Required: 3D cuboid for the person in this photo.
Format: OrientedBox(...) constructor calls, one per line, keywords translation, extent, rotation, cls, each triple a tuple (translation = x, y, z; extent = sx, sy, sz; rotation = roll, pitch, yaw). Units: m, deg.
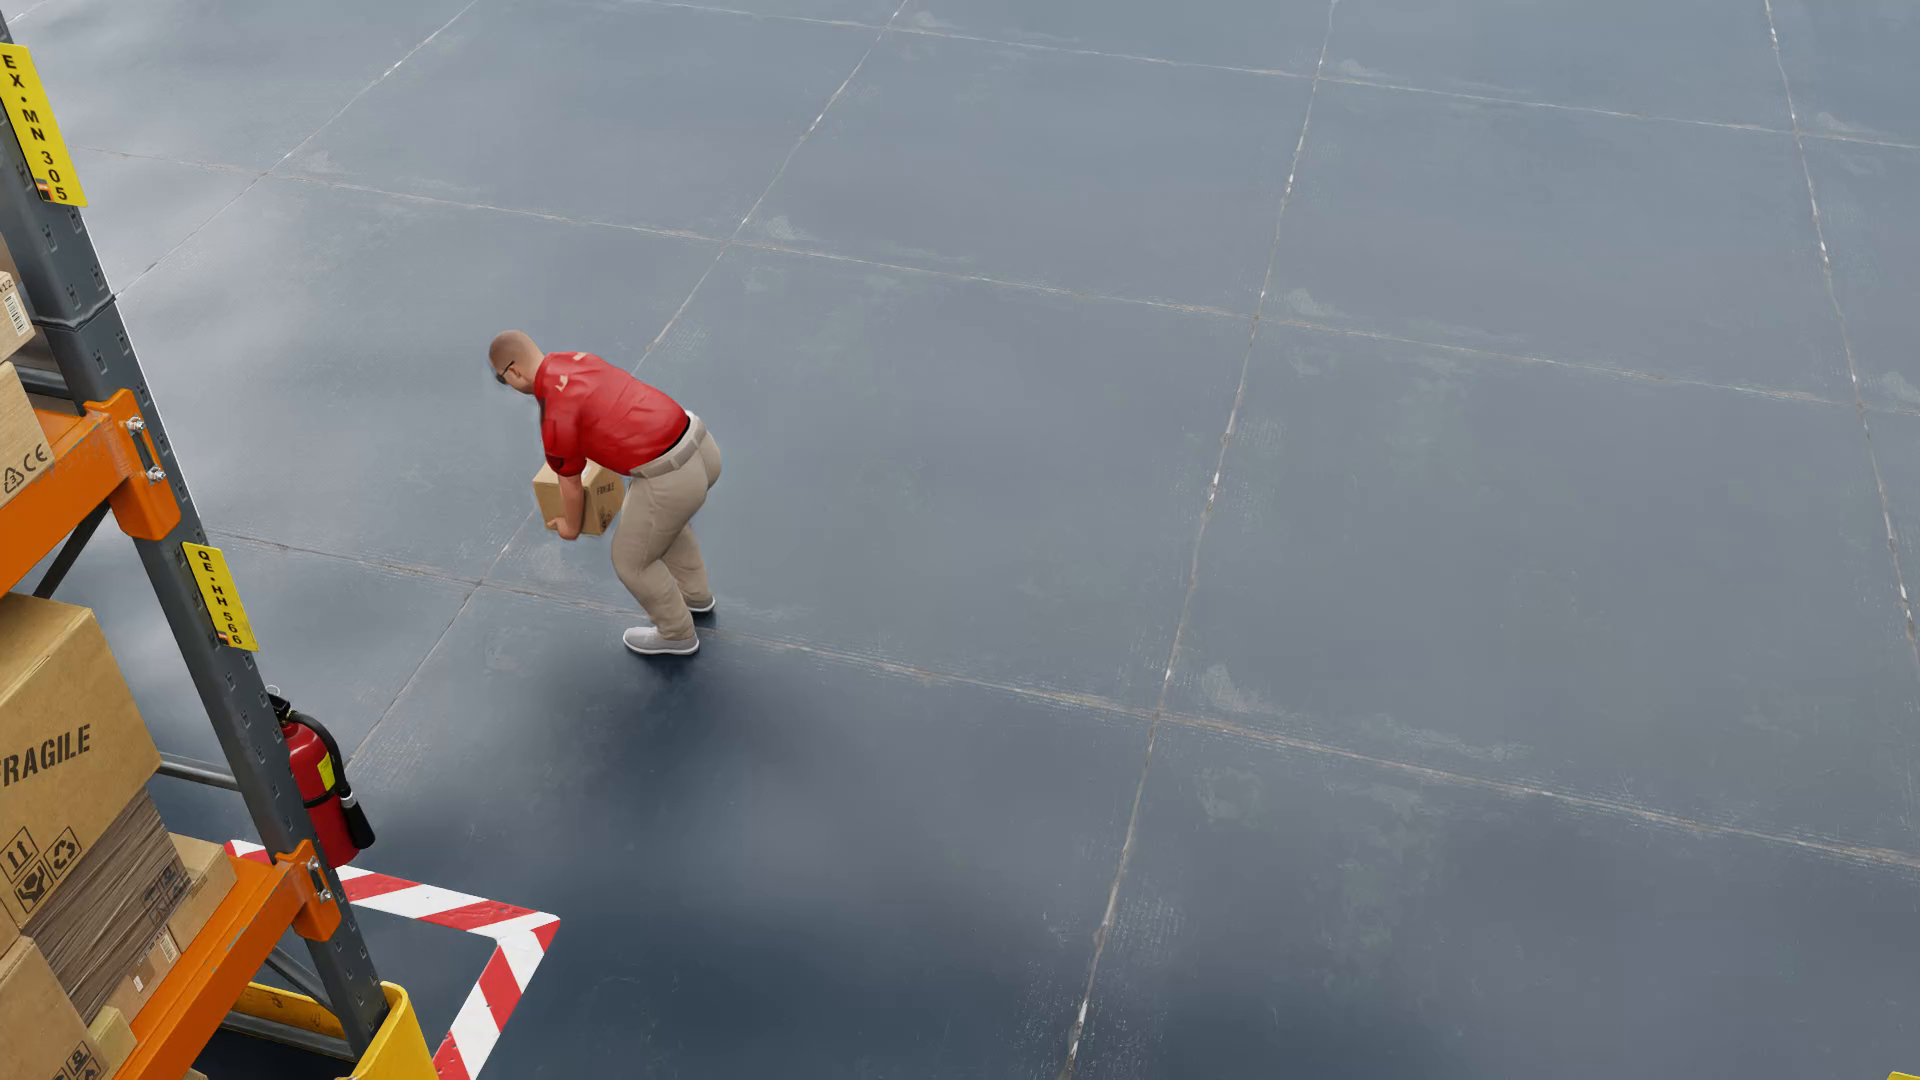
OrientedBox(translation=(-1.374, -0.200, 6.649), extent=(0.843, 1.414, 0.478), rotation=(9, 42, 10), cls="person")
